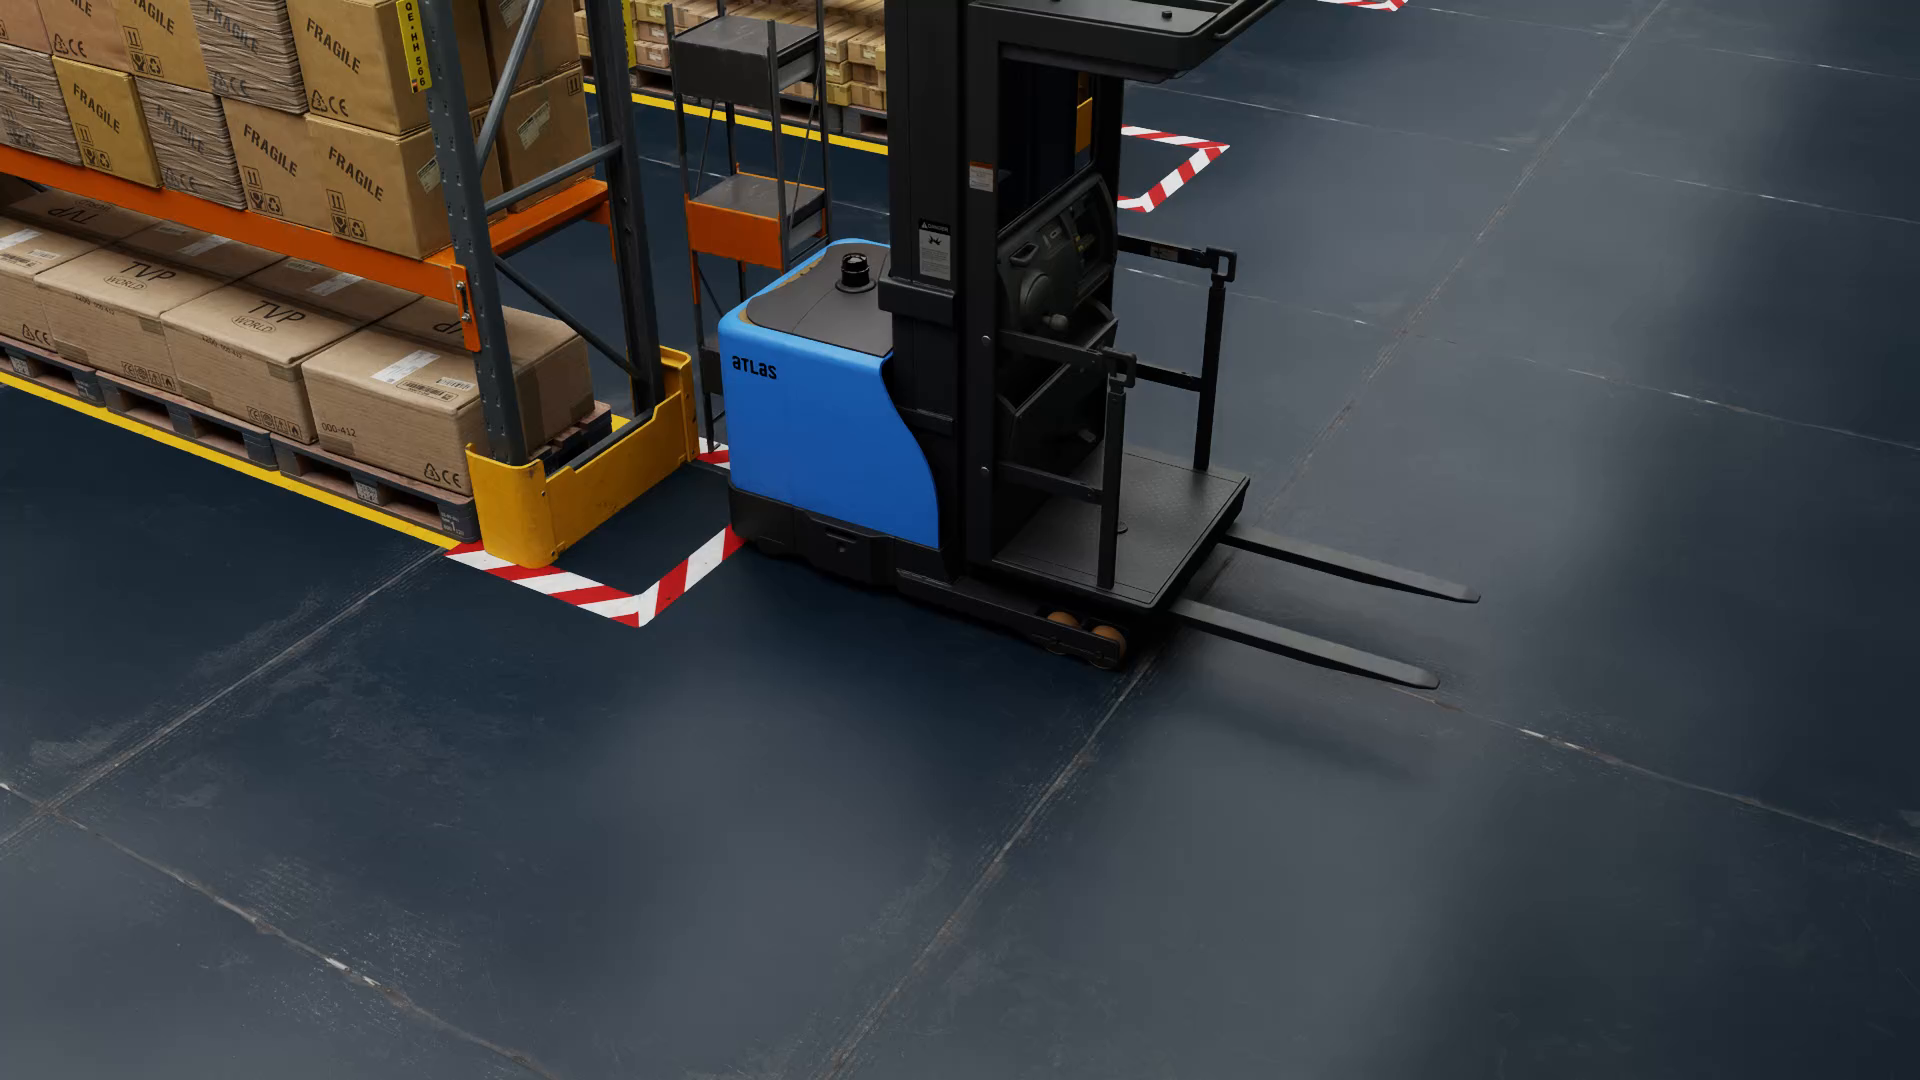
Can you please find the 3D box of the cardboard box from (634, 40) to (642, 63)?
[{"bbox_3d":[-2.382,-3.616,12.167,0.250,0.149,0.380,19,38,26],"label":"cardboard box"}]

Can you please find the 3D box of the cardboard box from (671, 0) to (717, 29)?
[{"bbox_3d":[-1.882,-3.786,11.886,0.250,0.149,0.380,17,37,23],"label":"cardboard box"}]

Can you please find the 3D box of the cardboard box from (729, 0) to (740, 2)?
[{"bbox_3d":[-1.684,-3.994,12.198,0.250,0.149,0.380,19,38,26],"label":"cardboard box"}]

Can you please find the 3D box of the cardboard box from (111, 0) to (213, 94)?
[{"bbox_3d":[-3.098,-2.189,6.839,0.500,0.500,0.500,17,37,24],"label":"cardboard box"}]

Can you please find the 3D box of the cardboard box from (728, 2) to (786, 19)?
[{"bbox_3d":[-1.424,-3.642,11.669,0.250,0.149,0.380,16,37,22],"label":"cardboard box"}]

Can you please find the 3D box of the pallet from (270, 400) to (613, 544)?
[{"bbox_3d":[-2.398,-0.468,7.762,1.213,0.211,1.003,18,37,24],"label":"pallet"}]

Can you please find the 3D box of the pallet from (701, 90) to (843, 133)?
[{"bbox_3d":[-1.106,-3.293,12.004,1.213,0.211,1.003,18,37,24],"label":"pallet"}]

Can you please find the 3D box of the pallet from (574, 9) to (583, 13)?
[{"bbox_3d":[-3.446,-4.009,13.080,1.213,0.211,1.003,18,37,24],"label":"pallet"}]

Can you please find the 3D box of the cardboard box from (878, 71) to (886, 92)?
[{"bbox_3d":[-0.349,-3.118,11.151,0.250,0.149,0.380,16,37,23],"label":"cardboard box"}]

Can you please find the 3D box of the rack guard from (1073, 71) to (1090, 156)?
[{"bbox_3d":[0.637,-2.836,11.058,0.348,0.500,1.175,18,37,24],"label":"rack guard"}]

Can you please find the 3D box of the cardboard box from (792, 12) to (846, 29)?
[{"bbox_3d":[-0.988,-3.497,11.451,0.250,0.149,0.380,16,37,23],"label":"cardboard box"}]

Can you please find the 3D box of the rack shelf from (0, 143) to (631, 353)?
[{"bbox_3d":[-3.402,-1.697,7.741,4.000,0.370,1.077,18,37,24],"label":"rack shelf"}]

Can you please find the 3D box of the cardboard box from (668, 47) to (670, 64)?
[{"bbox_3d":[-1.895,-3.527,12.034,0.250,0.149,0.380,17,37,23],"label":"cardboard box"}]

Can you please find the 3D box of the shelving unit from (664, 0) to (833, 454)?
[{"bbox_3d":[-0.878,-1.321,7.340,0.503,2.100,0.431,16,37,22],"label":"shelving unit"}]

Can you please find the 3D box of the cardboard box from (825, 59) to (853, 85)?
[{"bbox_3d":[-0.805,-3.254,11.355,0.250,0.149,0.380,18,38,25],"label":"cardboard box"}]

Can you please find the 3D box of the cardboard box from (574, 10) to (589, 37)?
[{"bbox_3d":[-2.614,-3.814,12.197,0.250,0.149,0.380,19,38,26],"label":"cardboard box"}]

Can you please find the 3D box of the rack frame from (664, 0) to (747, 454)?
[{"bbox_3d":[-1.096,-1.383,7.432,0.015,2.100,0.400,16,37,22],"label":"rack frame"}]

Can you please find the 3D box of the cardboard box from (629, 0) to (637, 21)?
[{"bbox_3d":[-2.364,-3.893,12.046,0.250,0.149,0.380,20,38,27],"label":"cardboard box"}]

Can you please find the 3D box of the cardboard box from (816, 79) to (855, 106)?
[{"bbox_3d":[-0.791,-3.126,11.432,0.250,0.149,0.380,16,37,22],"label":"cardboard box"}]

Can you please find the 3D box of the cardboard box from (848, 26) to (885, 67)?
[{"bbox_3d":[-0.553,-3.324,11.192,0.250,0.149,0.380,16,37,23],"label":"cardboard box"}]

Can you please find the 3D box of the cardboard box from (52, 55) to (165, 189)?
[{"bbox_3d":[-3.550,-1.911,7.323,0.500,0.500,0.500,19,38,26],"label":"cardboard box"}]

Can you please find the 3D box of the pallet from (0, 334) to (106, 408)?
[{"bbox_3d":[-4.517,-1.139,8.770,1.213,0.211,1.003,18,37,24],"label":"pallet"}]

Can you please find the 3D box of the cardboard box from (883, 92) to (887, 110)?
[{"bbox_3d":[-0.317,-3.025,11.279,0.250,0.149,0.380,17,37,24],"label":"cardboard box"}]

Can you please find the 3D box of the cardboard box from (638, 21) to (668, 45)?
[{"bbox_3d":[-2.120,-3.738,12.082,0.250,0.149,0.380,17,37,24],"label":"cardboard box"}]

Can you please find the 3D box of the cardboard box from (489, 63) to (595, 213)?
[{"bbox_3d":[-1.939,-1.758,7.093,0.500,0.500,0.500,17,37,24],"label":"cardboard box"}]

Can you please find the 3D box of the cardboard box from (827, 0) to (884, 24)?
[{"bbox_3d":[-0.736,-3.752,11.834,0.250,0.149,0.380,18,38,25],"label":"cardboard box"}]

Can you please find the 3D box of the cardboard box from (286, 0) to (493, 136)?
[{"bbox_3d":[-2.202,-1.922,6.437,0.500,0.500,0.500,19,38,26],"label":"cardboard box"}]

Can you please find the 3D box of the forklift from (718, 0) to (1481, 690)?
[{"bbox_3d":[0.555,-1.054,6.189,3.031,2.935,1.130,17,37,23],"label":"forklift"}]

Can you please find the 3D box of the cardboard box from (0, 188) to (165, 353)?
[{"bbox_3d":[-4.646,-1.430,8.624,0.875,0.438,0.875,17,37,24],"label":"cardboard box"}]

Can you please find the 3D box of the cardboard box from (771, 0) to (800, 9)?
[{"bbox_3d":[-1.163,-3.896,12.051,0.250,0.149,0.380,16,37,23],"label":"cardboard box"}]

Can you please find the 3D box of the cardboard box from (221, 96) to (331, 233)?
[{"bbox_3d":[-2.644,-1.638,6.914,0.500,0.500,0.500,17,37,23],"label":"cardboard box"}]

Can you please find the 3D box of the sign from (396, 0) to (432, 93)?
[{"bbox_3d":[-1.947,-1.769,5.942,0.005,0.325,0.100,18,37,24],"label":"sign"}]

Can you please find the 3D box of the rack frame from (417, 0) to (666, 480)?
[{"bbox_3d":[-1.665,-1.446,6.715,0.127,3.000,1.000,18,37,24],"label":"rack frame"}]

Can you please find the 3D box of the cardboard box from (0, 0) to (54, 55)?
[{"bbox_3d":[-3.970,-2.468,7.258,0.500,0.500,0.500,18,38,25],"label":"cardboard box"}]

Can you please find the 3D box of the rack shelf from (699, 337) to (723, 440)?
[{"bbox_3d":[-0.878,-0.727,7.735,0.480,0.518,0.431,16,37,22],"label":"rack shelf"}]

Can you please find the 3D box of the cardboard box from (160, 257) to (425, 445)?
[{"bbox_3d":[-3.087,-0.935,7.881,0.875,0.438,0.875,19,38,26],"label":"cardboard box"}]

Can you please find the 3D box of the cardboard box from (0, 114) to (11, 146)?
[{"bbox_3d":[-4.426,-2.192,7.746,0.500,0.500,0.500,18,38,25],"label":"cardboard box"}]
